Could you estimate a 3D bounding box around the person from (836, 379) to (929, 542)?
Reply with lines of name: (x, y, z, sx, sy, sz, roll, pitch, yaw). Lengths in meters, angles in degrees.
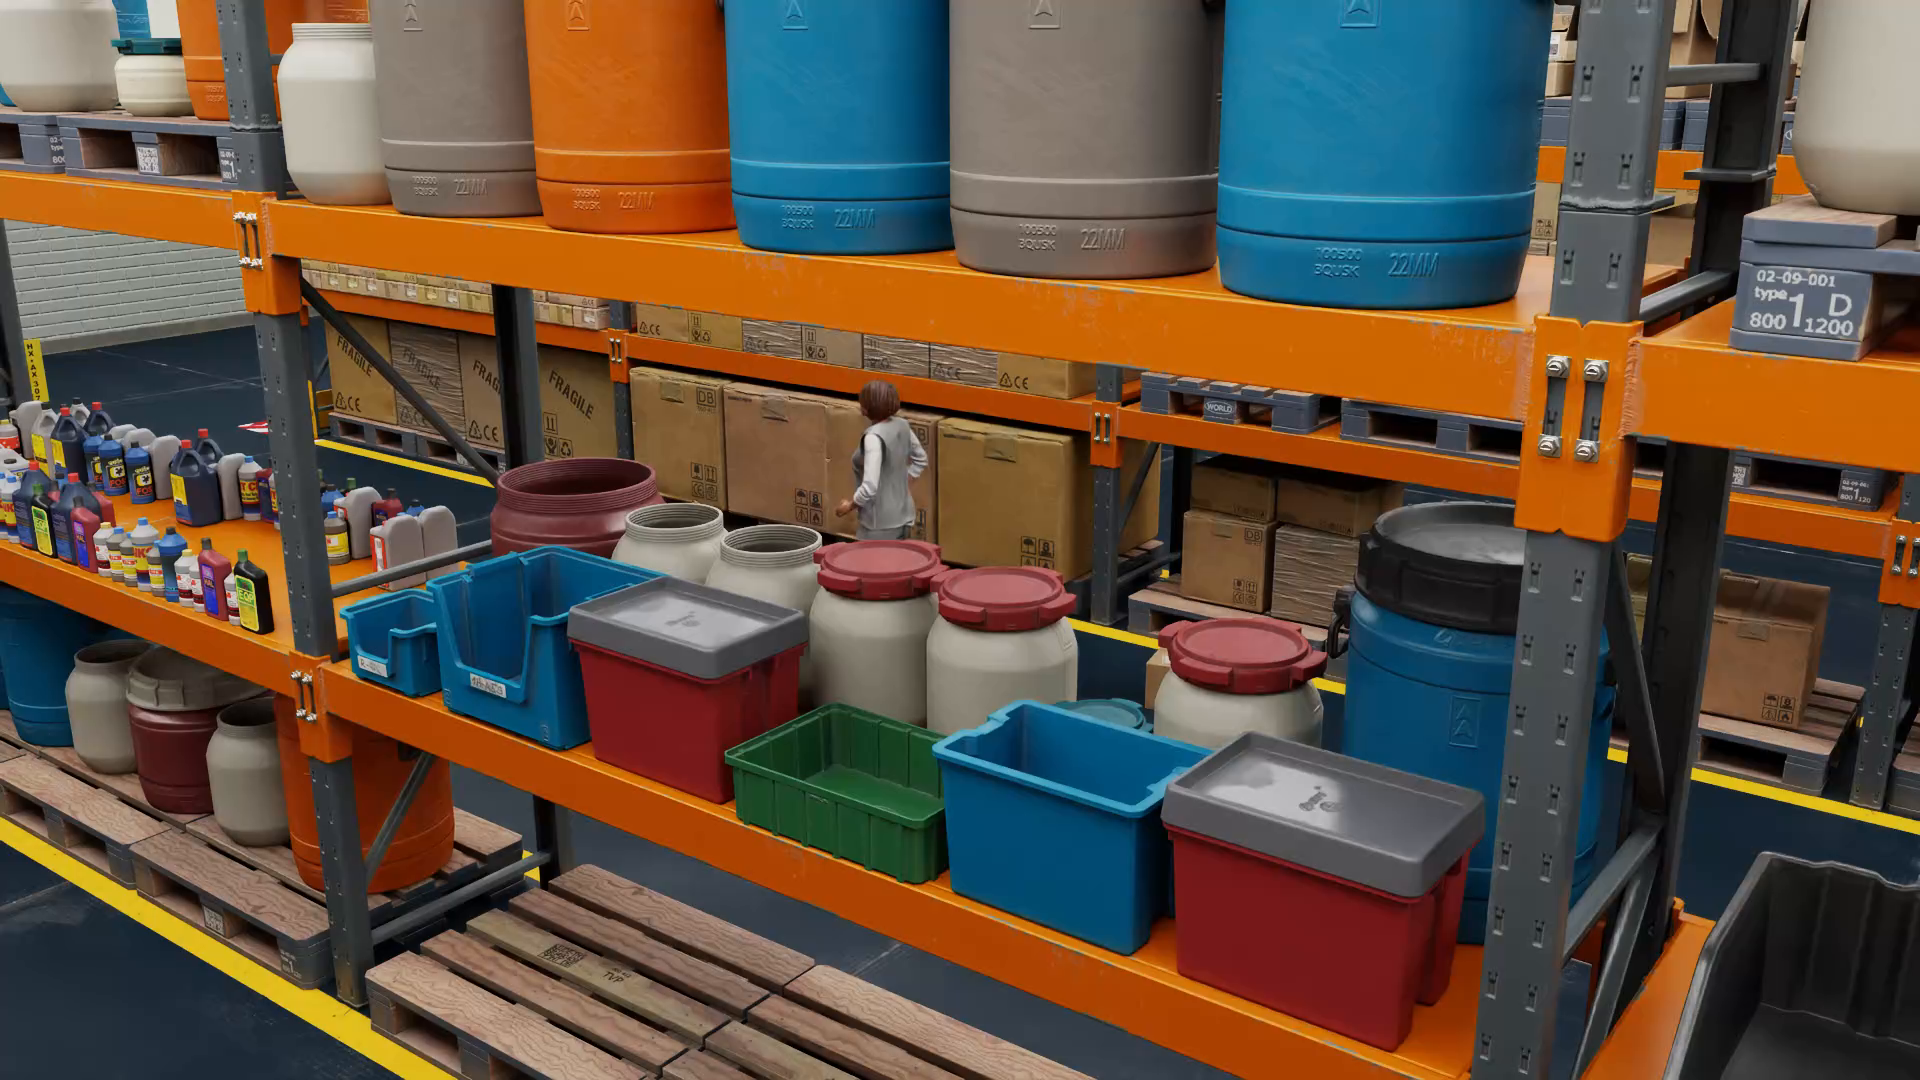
person: (-0.405, -0.103, 8.982, 0.491, 1.567, 0.567, 7, 18, 23)
